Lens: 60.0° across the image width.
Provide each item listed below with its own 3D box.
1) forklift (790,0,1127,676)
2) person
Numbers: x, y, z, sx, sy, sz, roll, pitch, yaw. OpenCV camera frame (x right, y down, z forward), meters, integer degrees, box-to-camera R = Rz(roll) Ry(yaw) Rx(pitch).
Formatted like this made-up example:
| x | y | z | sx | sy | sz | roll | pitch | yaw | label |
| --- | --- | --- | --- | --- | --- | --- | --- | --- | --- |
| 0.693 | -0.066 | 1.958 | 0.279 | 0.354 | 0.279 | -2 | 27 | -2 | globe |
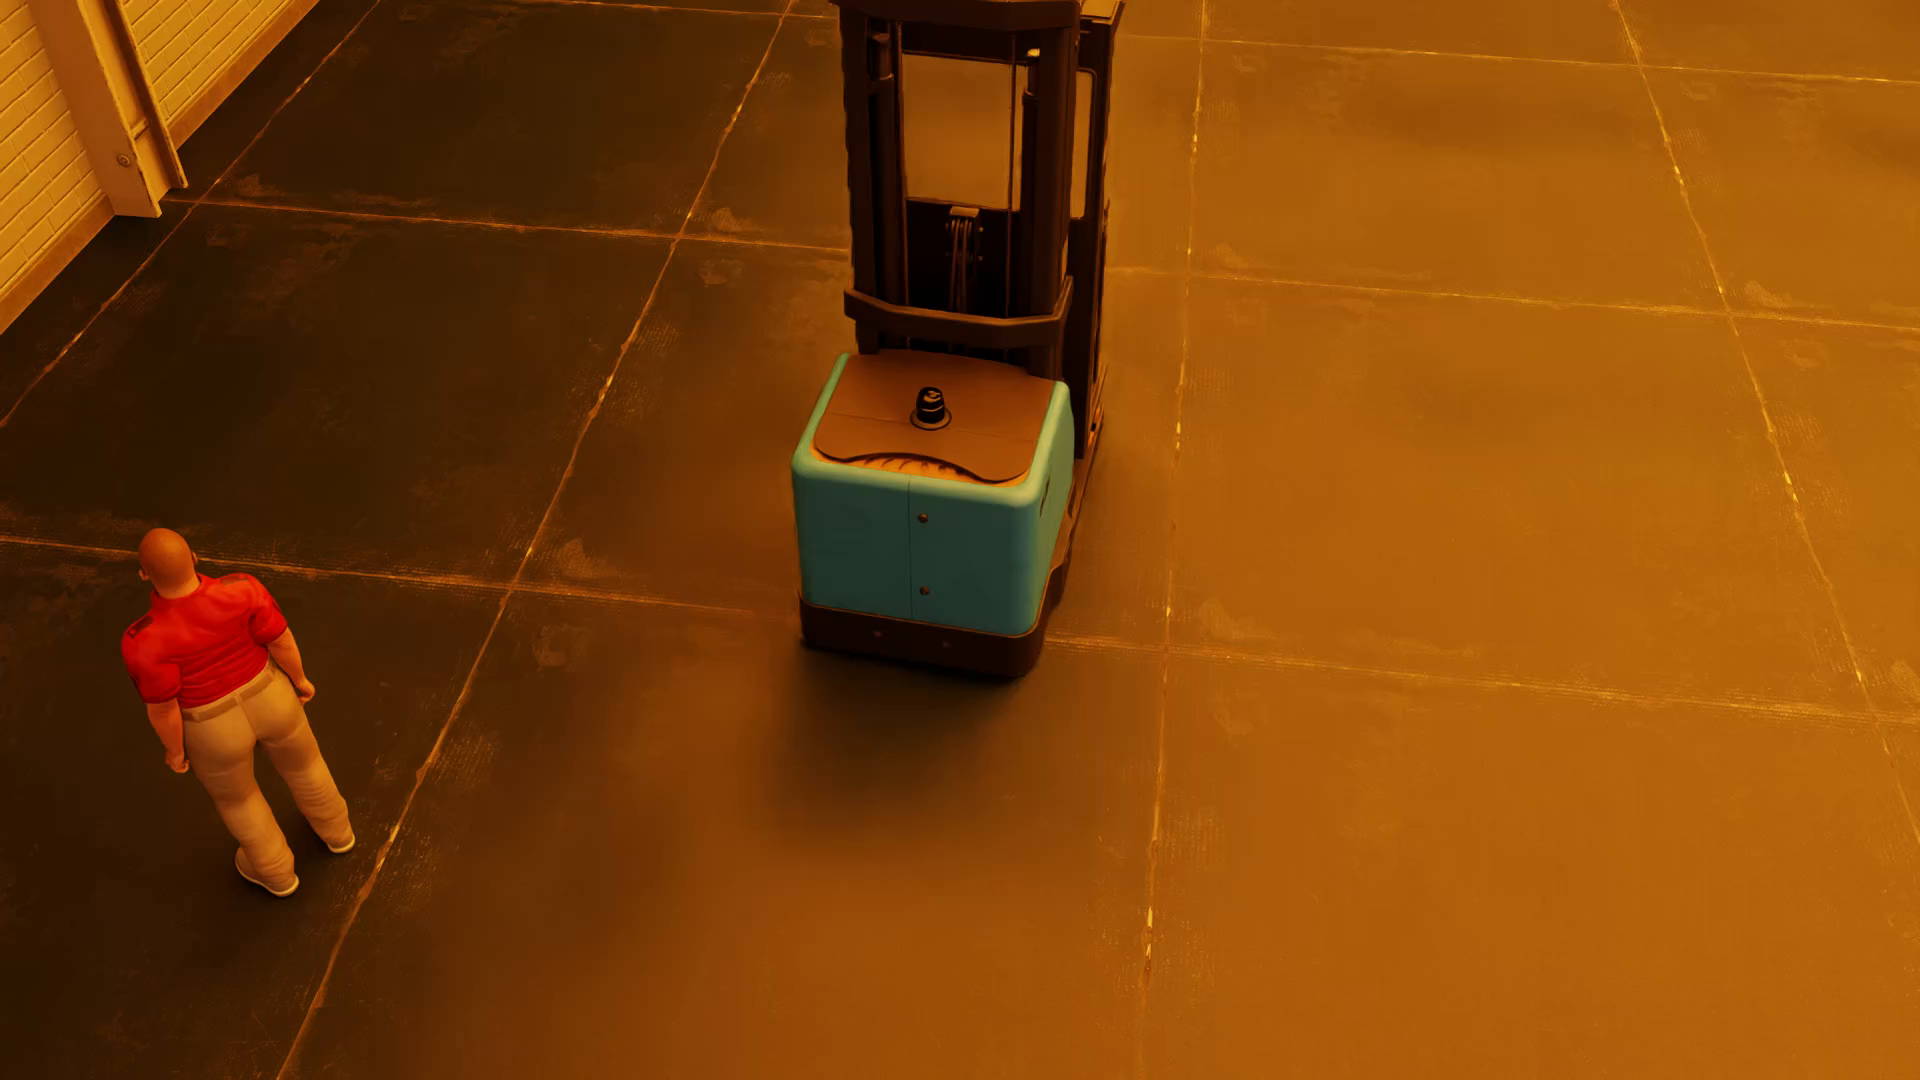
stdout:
| x | y | z | sx | sy | sz | roll | pitch | yaw | label |
| --- | --- | --- | --- | --- | --- | --- | --- | --- | --- |
| 0.118 | -1.503 | 7.360 | 1.130 | 2.935 | 3.031 | 8 | 43 | 9 | forklift |
| -2.607 | 0.603 | 5.958 | 0.376 | 1.731 | 0.554 | 34 | 52 | 31 | person |
